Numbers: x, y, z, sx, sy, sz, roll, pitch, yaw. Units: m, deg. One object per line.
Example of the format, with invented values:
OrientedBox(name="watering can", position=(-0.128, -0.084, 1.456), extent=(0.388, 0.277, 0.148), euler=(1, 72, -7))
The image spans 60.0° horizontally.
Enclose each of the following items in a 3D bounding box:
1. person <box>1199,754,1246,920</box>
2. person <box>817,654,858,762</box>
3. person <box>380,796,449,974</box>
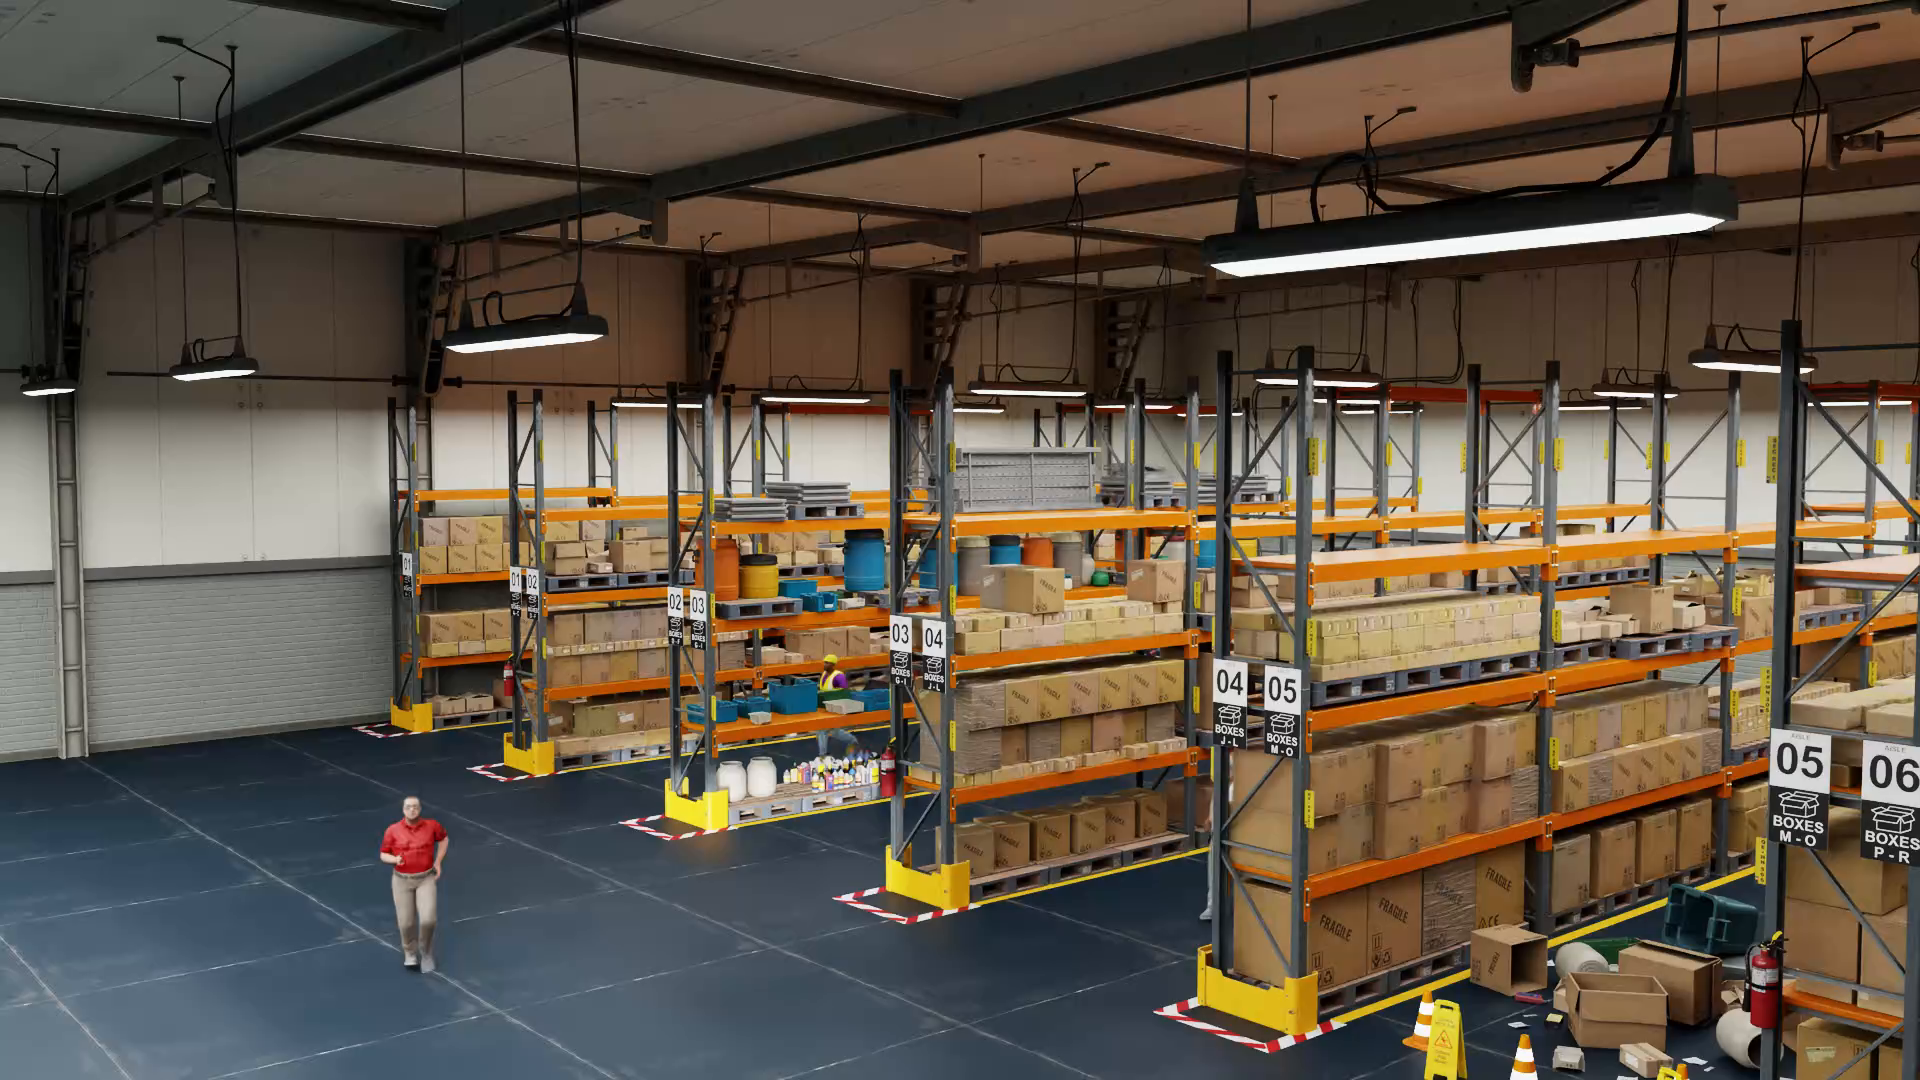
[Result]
OrientedBox(name="person", position=(2.958, 3.204, 18.134), extent=(0.668, 1.752, 0.983), euler=(3, 4, 42))
OrientedBox(name="person", position=(-2.044, 2.723, 26.992), extent=(0.872, 1.765, 0.711), euler=(-3, 5, -44))
OrientedBox(name="person", position=(-5.304, 3.375, 16.189), extent=(0.643, 1.755, 0.676), euler=(-1, 4, -18))
